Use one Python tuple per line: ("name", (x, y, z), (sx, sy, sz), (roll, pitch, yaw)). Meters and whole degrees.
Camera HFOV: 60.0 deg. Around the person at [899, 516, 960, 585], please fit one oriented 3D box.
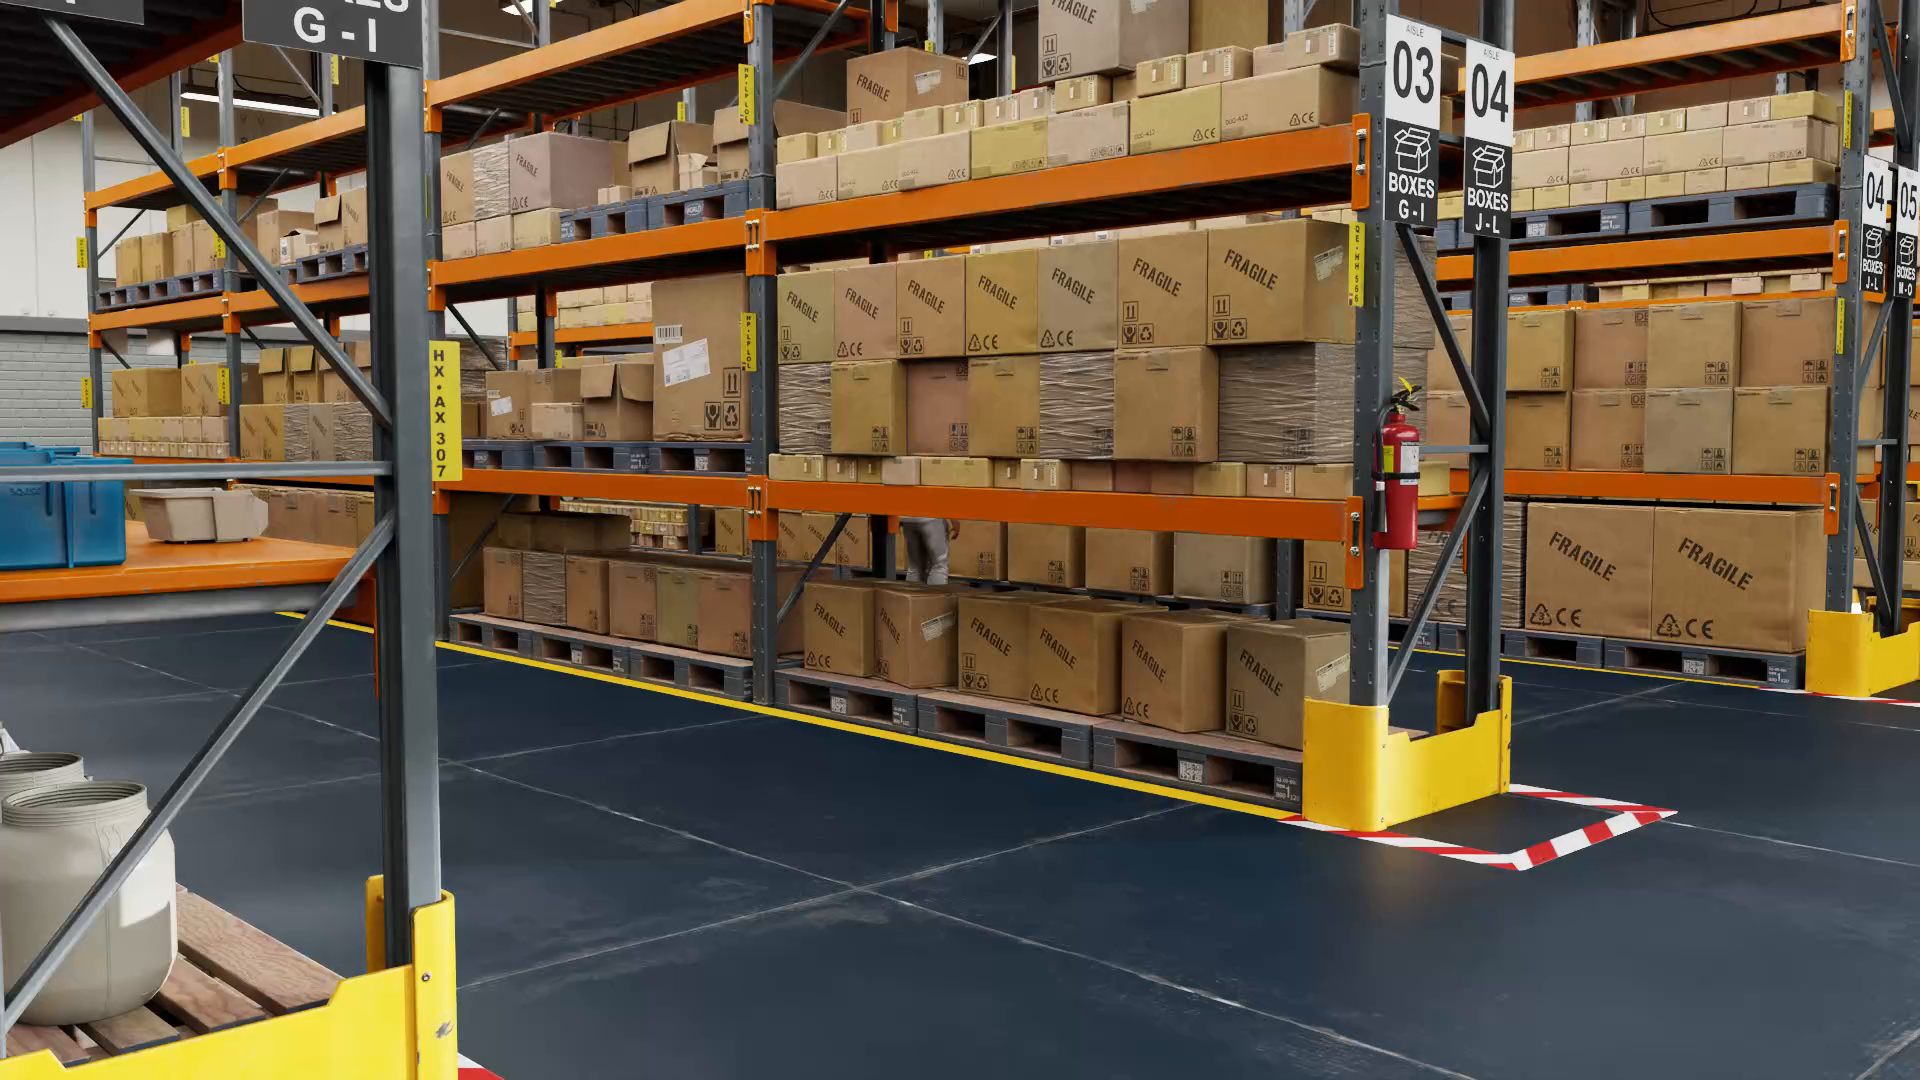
("person", (-0.265, -0.178, 13.266), (0.635, 1.761, 0.452), (4, 5, 43))
